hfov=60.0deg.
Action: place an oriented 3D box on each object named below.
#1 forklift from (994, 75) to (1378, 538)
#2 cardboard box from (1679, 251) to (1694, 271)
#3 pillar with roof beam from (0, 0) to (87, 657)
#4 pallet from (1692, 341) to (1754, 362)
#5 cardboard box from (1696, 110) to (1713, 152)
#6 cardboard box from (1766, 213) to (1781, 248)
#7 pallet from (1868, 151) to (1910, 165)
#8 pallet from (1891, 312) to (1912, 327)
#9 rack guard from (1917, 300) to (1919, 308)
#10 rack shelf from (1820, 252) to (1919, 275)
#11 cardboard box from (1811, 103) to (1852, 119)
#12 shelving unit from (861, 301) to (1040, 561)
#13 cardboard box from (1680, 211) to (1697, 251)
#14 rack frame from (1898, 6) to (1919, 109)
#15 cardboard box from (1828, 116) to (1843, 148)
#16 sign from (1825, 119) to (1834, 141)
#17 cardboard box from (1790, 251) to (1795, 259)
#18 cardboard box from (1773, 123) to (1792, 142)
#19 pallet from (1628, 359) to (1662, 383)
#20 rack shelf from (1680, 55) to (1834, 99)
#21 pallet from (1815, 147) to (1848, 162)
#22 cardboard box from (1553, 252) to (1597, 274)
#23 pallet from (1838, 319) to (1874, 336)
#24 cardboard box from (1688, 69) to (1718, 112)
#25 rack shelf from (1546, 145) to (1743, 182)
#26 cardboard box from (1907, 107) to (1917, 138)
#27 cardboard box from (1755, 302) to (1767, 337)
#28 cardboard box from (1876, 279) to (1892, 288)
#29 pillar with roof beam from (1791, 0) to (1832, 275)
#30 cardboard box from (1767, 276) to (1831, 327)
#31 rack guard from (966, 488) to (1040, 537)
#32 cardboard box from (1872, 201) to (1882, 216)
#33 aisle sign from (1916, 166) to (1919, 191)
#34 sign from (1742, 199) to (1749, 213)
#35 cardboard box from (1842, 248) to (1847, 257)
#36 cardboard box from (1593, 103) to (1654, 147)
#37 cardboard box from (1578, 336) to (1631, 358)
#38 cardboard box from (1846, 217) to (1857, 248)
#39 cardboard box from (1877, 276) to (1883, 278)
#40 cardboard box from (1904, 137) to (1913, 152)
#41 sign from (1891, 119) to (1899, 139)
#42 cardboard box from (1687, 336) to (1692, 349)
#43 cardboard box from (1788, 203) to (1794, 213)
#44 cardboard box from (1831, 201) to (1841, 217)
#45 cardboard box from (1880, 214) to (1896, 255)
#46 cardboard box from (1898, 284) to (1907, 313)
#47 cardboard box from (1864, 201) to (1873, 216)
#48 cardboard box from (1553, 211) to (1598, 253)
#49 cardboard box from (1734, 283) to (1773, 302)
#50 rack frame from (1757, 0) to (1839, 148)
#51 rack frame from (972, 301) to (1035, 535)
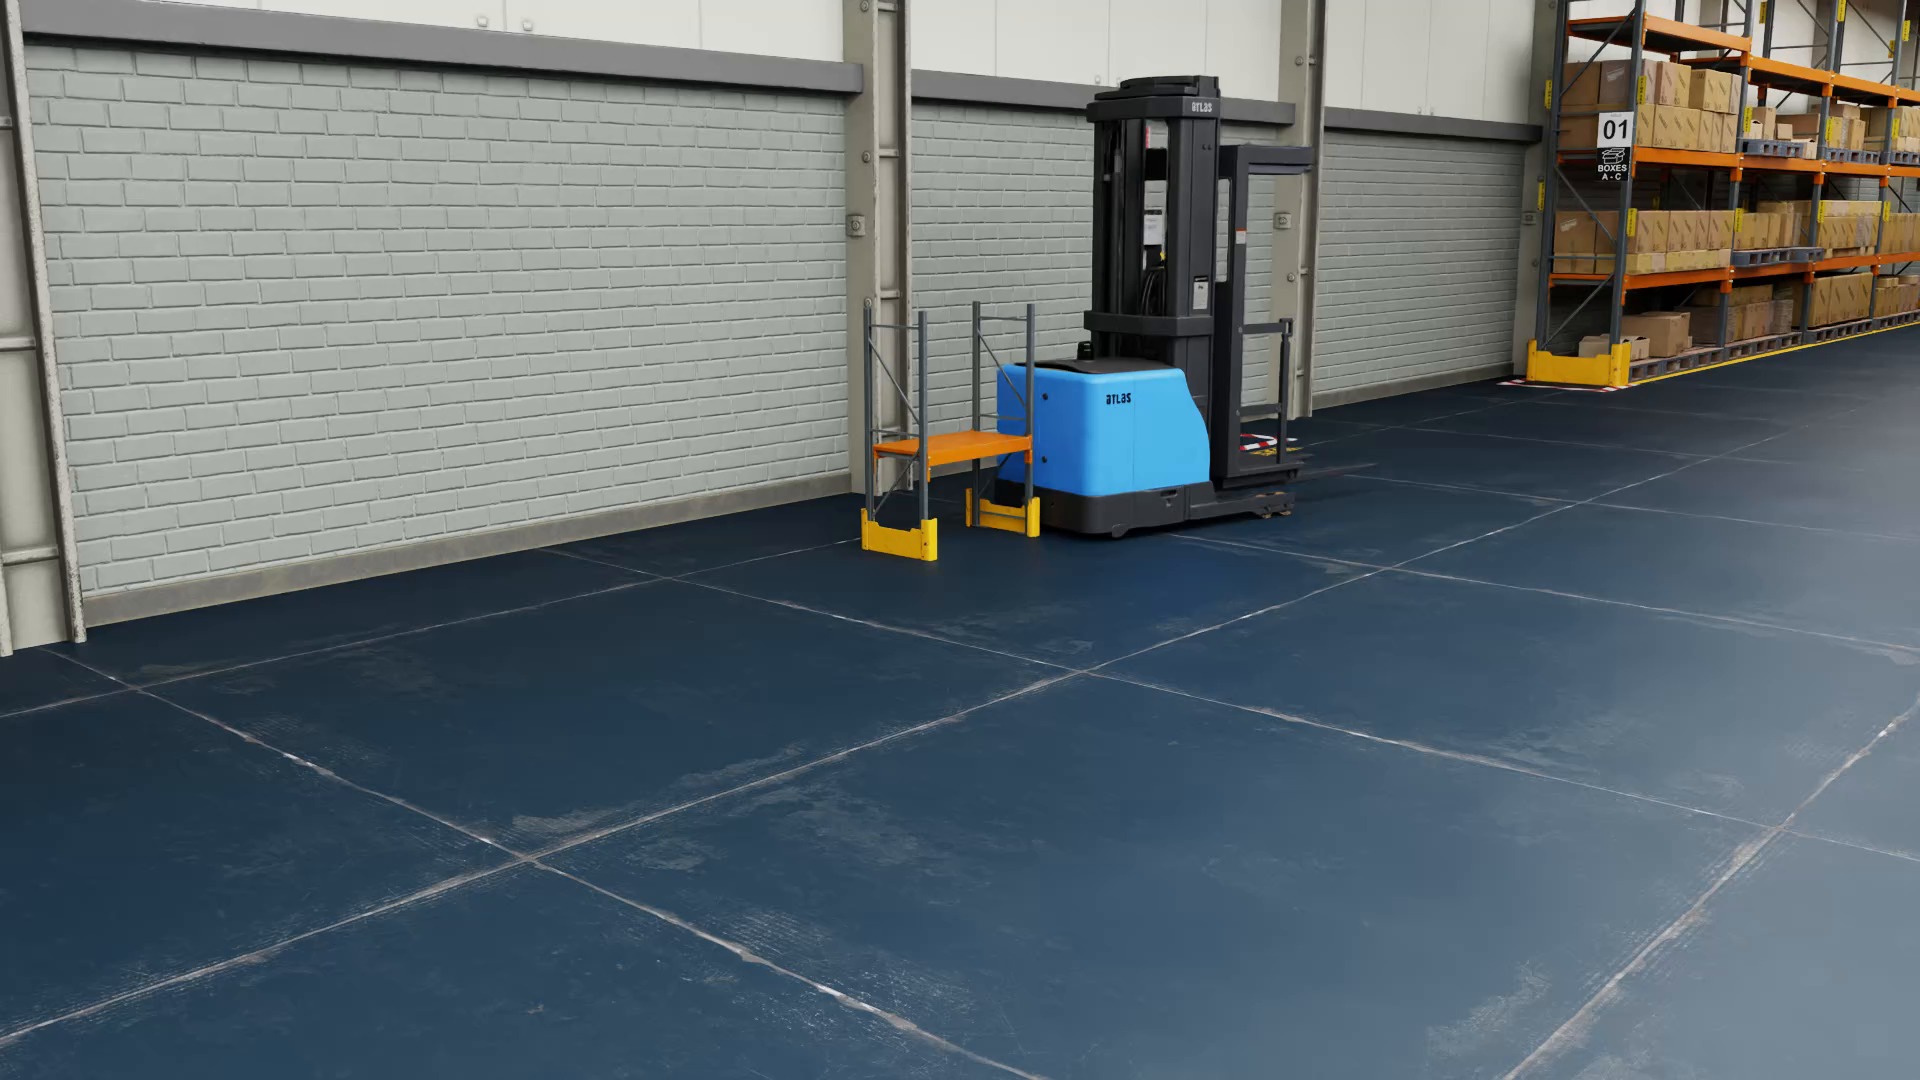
[{"bbox_3d":[1.713,-1.658,11.529,3.031,2.935,1.130,-8,14,-36],"label":"forklift"},{"bbox_3d":[9.081,-3.590,21.359,0.500,0.250,0.500,10,15,41],"label":"cardboard box"},{"bbox_3d":[-1.323,-3.348,4.500,9.100,9.000,0.400,10,15,40],"label":"pillar with roof beam"},{"bbox_3d":[10.666,-2.732,23.852,1.003,0.211,1.213,10,15,40],"label":"pallet"},{"bbox_3d":[9.325,-5.249,21.370,0.500,0.500,0.500,9,14,38],"label":"cardboard box"},{"bbox_3d":[11.685,-4.582,24.613,0.700,0.500,0.500,10,15,40],"label":"cardboard box"},{"bbox_3d":[15.982,-6.708,29.208,1.003,0.211,1.213,10,15,40],"label":"pallet"},{"bbox_3d":[16.800,-4.077,30.583,1.003,0.211,1.213,10,15,40],"label":"pallet"},{"bbox_3d":[18.090,-4.528,32.107,1.175,0.500,0.348,10,15,40],"label":"rack guard"},{"bbox_3d":[16.754,-5.103,30.441,1.077,0.370,4.000,10,15,40],"label":"rack shelf"},{"bbox_3d":[14.401,-7.070,27.498,0.500,0.250,0.500,9,15,39],"label":"cardboard box"},{"bbox_3d":[-0.050,-0.724,10.508,0.587,1.500,1.083,10,15,40],"label":"shelving unit"},{"bbox_3d":[9.065,-3.956,21.277,0.500,0.500,0.500,10,15,42],"label":"cardboard box"},{"bbox_3d":[18.074,-8.692,31.257,1.000,3.000,0.127,10,15,40],"label":"rack frame"},{"bbox_3d":[13.756,-6.552,26.822,0.700,0.500,0.500,11,16,43],"label":"cardboard box"},{"bbox_3d":[13.200,-6.228,25.254,0.100,0.325,0.005,10,15,40],"label":"sign"},{"bbox_3d":[13.185,-4.479,26.066,0.380,0.149,0.250,9,15,40],"label":"cardboard box"},{"bbox_3d":[11.868,-5.926,24.750,0.637,0.503,0.797,-10,15,-40],"label":"cardboard box"},{"bbox_3d":[8.126,-2.155,20.963,1.003,0.211,1.213,10,15,40],"label":"pallet"},{"bbox_3d":[11.473,-6.672,24.000,1.077,0.370,4.000,10,15,40],"label":"rack shelf"},{"bbox_3d":[13.179,-6.053,26.184,1.213,0.211,1.003,11,16,43],"label":"pallet"},{"bbox_3d":[7.676,-3.427,20.541,0.500,0.250,0.500,10,15,41],"label":"cardboard box"},{"bbox_3d":[14.981,-3.671,28.554,1.003,0.211,1.213,10,15,40],"label":"pallet"},{"bbox_3d":[9.335,-5.736,21.255,0.500,0.500,0.500,9,14,38],"label":"cardboard box"},{"bbox_3d":[8.833,-4.809,21.308,1.077,0.370,4.000,10,15,40],"label":"rack shelf"},{"bbox_3d":[16.450,-7.327,29.220,0.500,0.500,0.500,9,15,39],"label":"cardboard box"},{"bbox_3d":[11.623,-3.313,24.900,0.700,0.500,0.500,10,15,40],"label":"cardboard box"},{"bbox_3d":[16.368,-4.584,29.656,0.380,0.149,0.250,10,15,42],"label":"cardboard box"},{"bbox_3d":[18.480,-7.762,26.599,9.100,9.000,0.400,10,15,40],"label":"pillar with roof beam"},{"bbox_3d":[13.377,-3.817,26.577,0.750,0.750,0.750,10,15,40],"label":"cardboard box"},{"bbox_3d":[0.278,-0.185,10.997,0.587,0.250,0.087,10,15,40],"label":"rack guard"},{"bbox_3d":[15.318,-5.633,28.274,0.500,0.250,0.500,10,15,42],"label":"cardboard box"},{"bbox_3d":[18.347,-6.997,31.448,0.394,0.787,0.004,10,15,40],"label":"aisle sign"},{"bbox_3d":[12.374,-5.213,26.195,0.100,0.325,0.005,10,15,40],"label":"sign"},{"bbox_3d":[14.368,-4.743,27.392,0.380,0.149,0.250,10,15,42],"label":"cardboard box"},{"bbox_3d":[7.921,-4.943,19.837,0.500,0.500,0.500,10,15,42],"label":"cardboard box"},{"bbox_3d":[8.037,-2.384,20.730,0.500,0.311,0.500,8,14,34],"label":"cardboard box"},{"bbox_3d":[14.325,-5.043,27.236,0.500,0.500,0.500,10,15,42],"label":"cardboard box"},{"bbox_3d":[16.784,-4.790,30.690,0.380,0.149,0.250,10,15,41],"label":"cardboard box"},{"bbox_3d":[16.435,-6.955,29.272,0.500,0.250,0.500,9,15,39],"label":"cardboard box"},{"bbox_3d":[15.848,-6.972,28.178,0.100,0.325,0.005,10,15,40],"label":"sign"},{"bbox_3d":[9.822,-2.729,22.826,0.380,0.166,0.250,7,14,33],"label":"cardboard box"},{"bbox_3d":[12.588,-5.102,25.561,0.380,0.149,0.250,7,14,33],"label":"cardboard box"},{"bbox_3d":[13.641,-5.259,26.401,0.500,0.250,0.500,9,15,40],"label":"cardboard box"},{"bbox_3d":[15.804,-5.387,29.257,0.980,0.700,0.700,10,15,41],"label":"cardboard box"},{"bbox_3d":[17.026,-4.467,30.728,0.700,0.500,0.500,9,14,39],"label":"cardboard box"},{"bbox_3d":[14.973,-5.559,27.903,0.500,0.250,0.500,10,15,42],"label":"cardboard box"},{"bbox_3d":[7.664,-3.797,20.482,0.500,0.500,0.500,10,15,40],"label":"cardboard box"},{"bbox_3d":[11.934,-3.743,25.136,0.500,0.250,0.500,10,15,41],"label":"cardboard box"},{"bbox_3d":[12.793,-7.515,25.364,1.000,3.000,0.127,10,15,40],"label":"rack frame"},{"bbox_3d":[0.279,-0.798,10.876,0.500,1.500,0.032,10,15,40],"label":"rack frame"}]
